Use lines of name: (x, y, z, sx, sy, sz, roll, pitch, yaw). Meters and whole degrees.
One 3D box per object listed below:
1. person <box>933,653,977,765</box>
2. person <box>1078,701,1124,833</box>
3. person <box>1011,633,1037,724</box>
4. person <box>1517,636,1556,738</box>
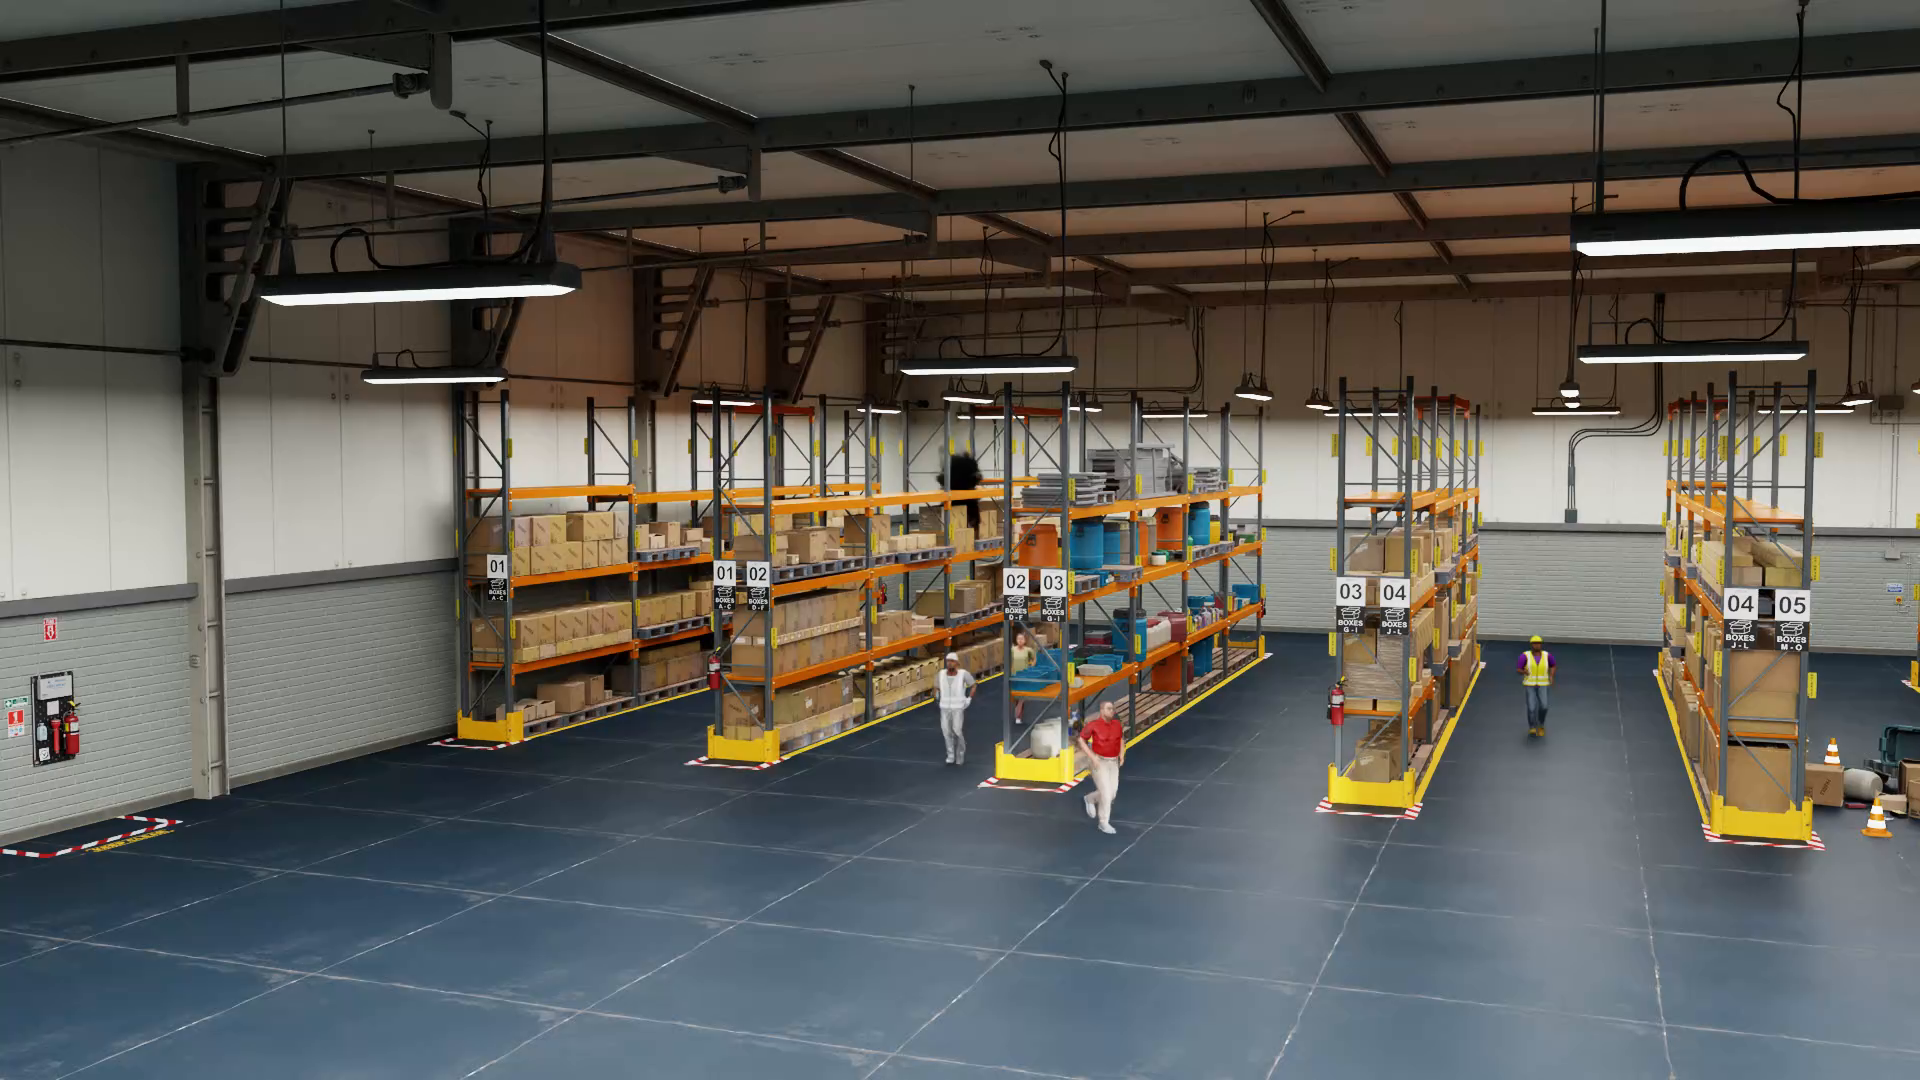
person: (-0.123, 2.681, 26.231, 0.670, 1.797, 0.596, 1, 3, 17)
person: (1.877, 2.971, 21.967, 0.695, 1.715, 0.744, -2, 4, -33)
person: (1.107, 2.506, 30.376, 0.596, 1.633, 0.762, 0, 3, 4)
person: (9.987, 2.543, 28.782, 0.677, 1.772, 0.649, 1, 3, 14)
